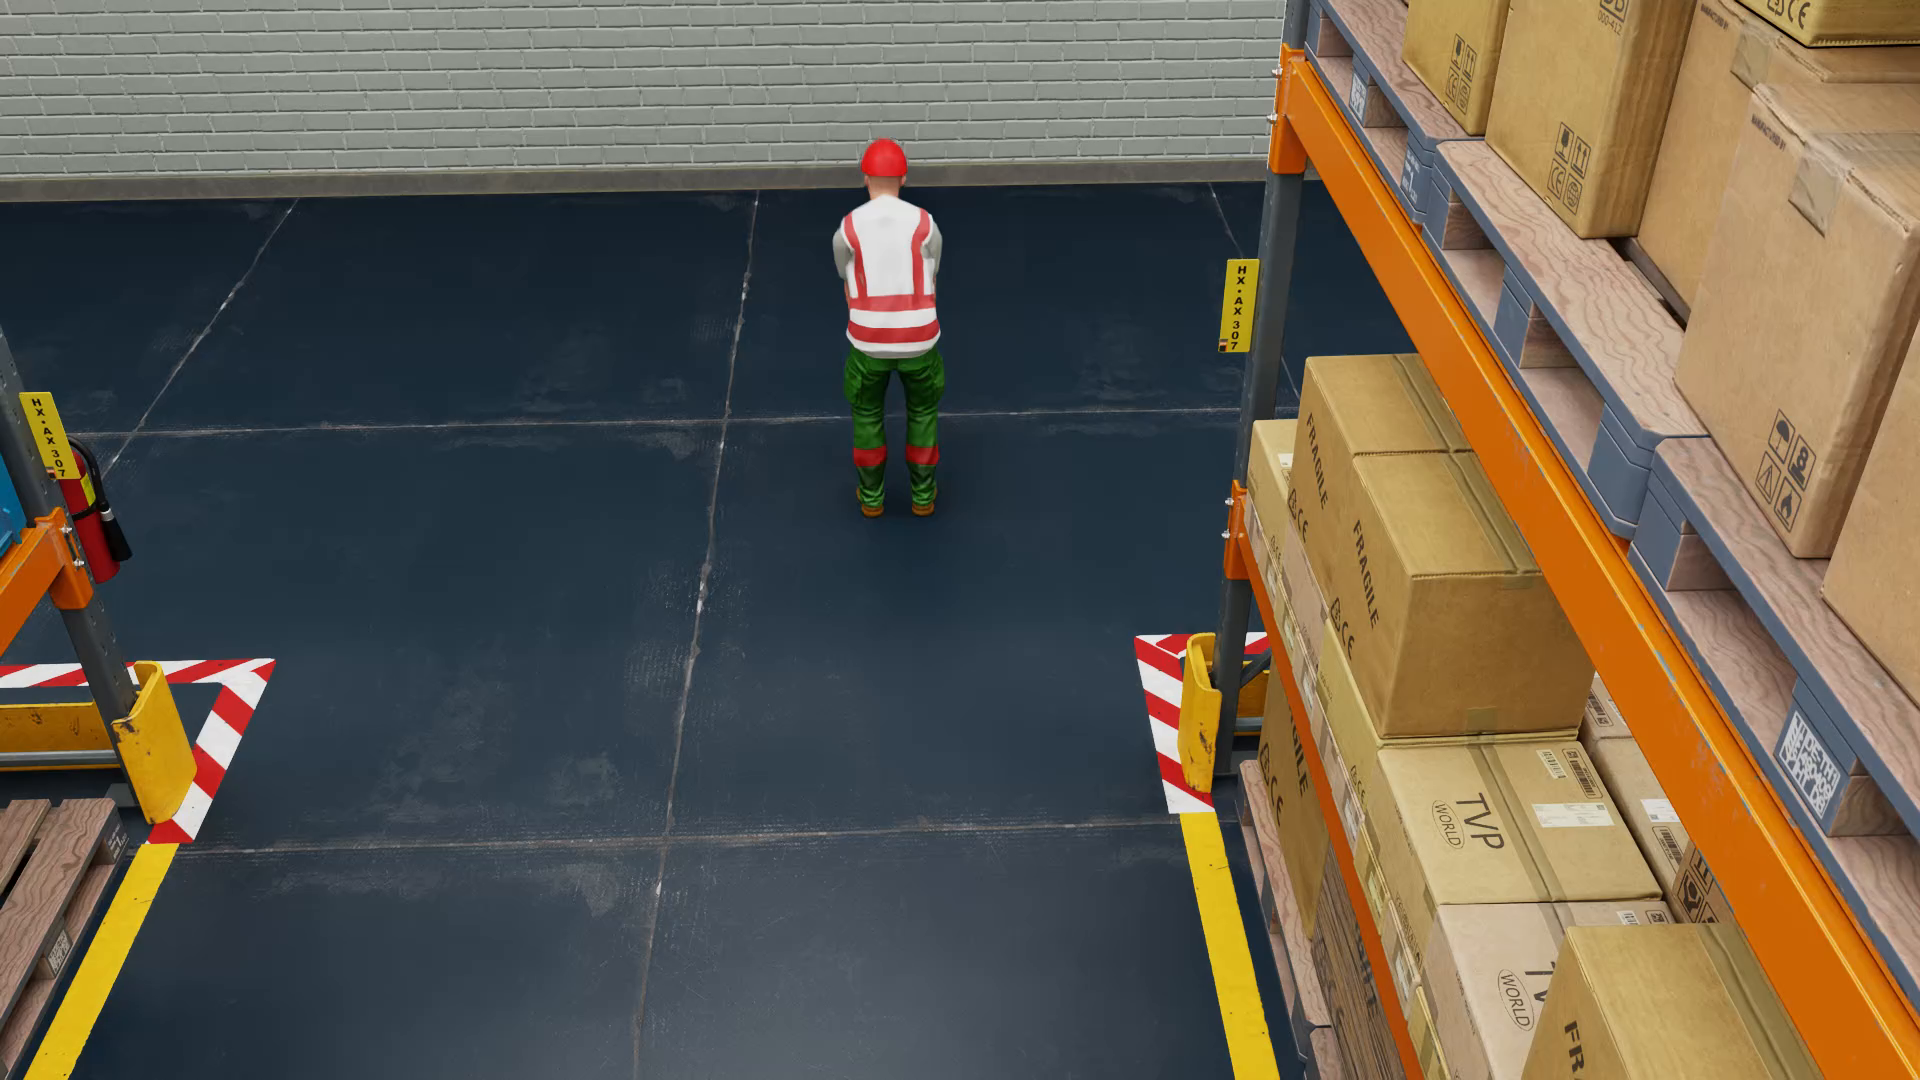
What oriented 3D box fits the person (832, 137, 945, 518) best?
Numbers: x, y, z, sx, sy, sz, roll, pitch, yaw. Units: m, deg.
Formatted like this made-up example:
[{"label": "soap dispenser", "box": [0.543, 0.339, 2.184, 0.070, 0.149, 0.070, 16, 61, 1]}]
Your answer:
[{"label": "person", "box": [-0.315, -0.935, 7.518, 0.483, 1.725, 0.603, -2, 35, -3]}]
